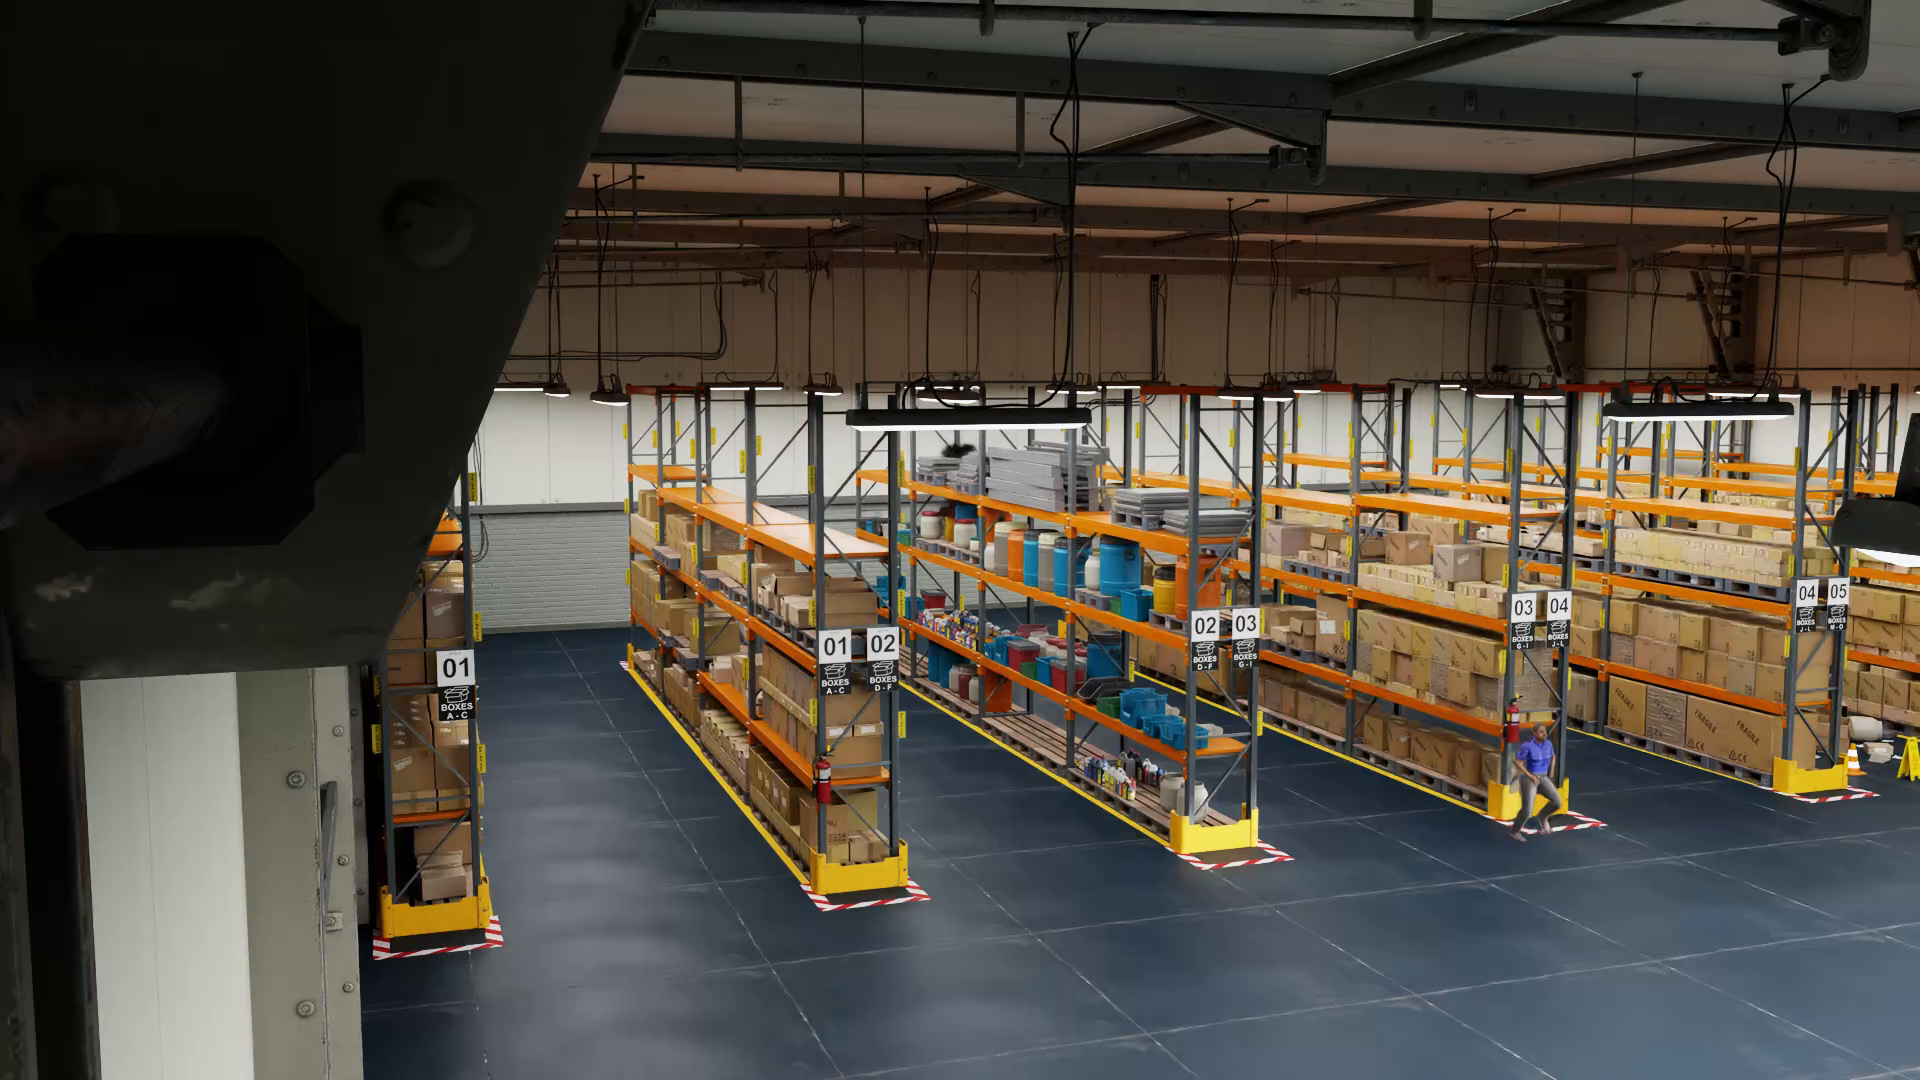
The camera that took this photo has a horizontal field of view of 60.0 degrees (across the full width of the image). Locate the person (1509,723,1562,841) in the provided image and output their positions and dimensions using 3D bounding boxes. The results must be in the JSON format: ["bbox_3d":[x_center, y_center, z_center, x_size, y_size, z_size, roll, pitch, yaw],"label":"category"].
[{"bbox_3d":[7.786,3.253,22.335,0.680,1.603,0.567,-2,6,-21],"label":"person"}]

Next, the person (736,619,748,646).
[{"bbox_3d":[-4.694,1.839,35.605,0.643,1.628,0.804,-6,8,-43],"label":"person"}]
